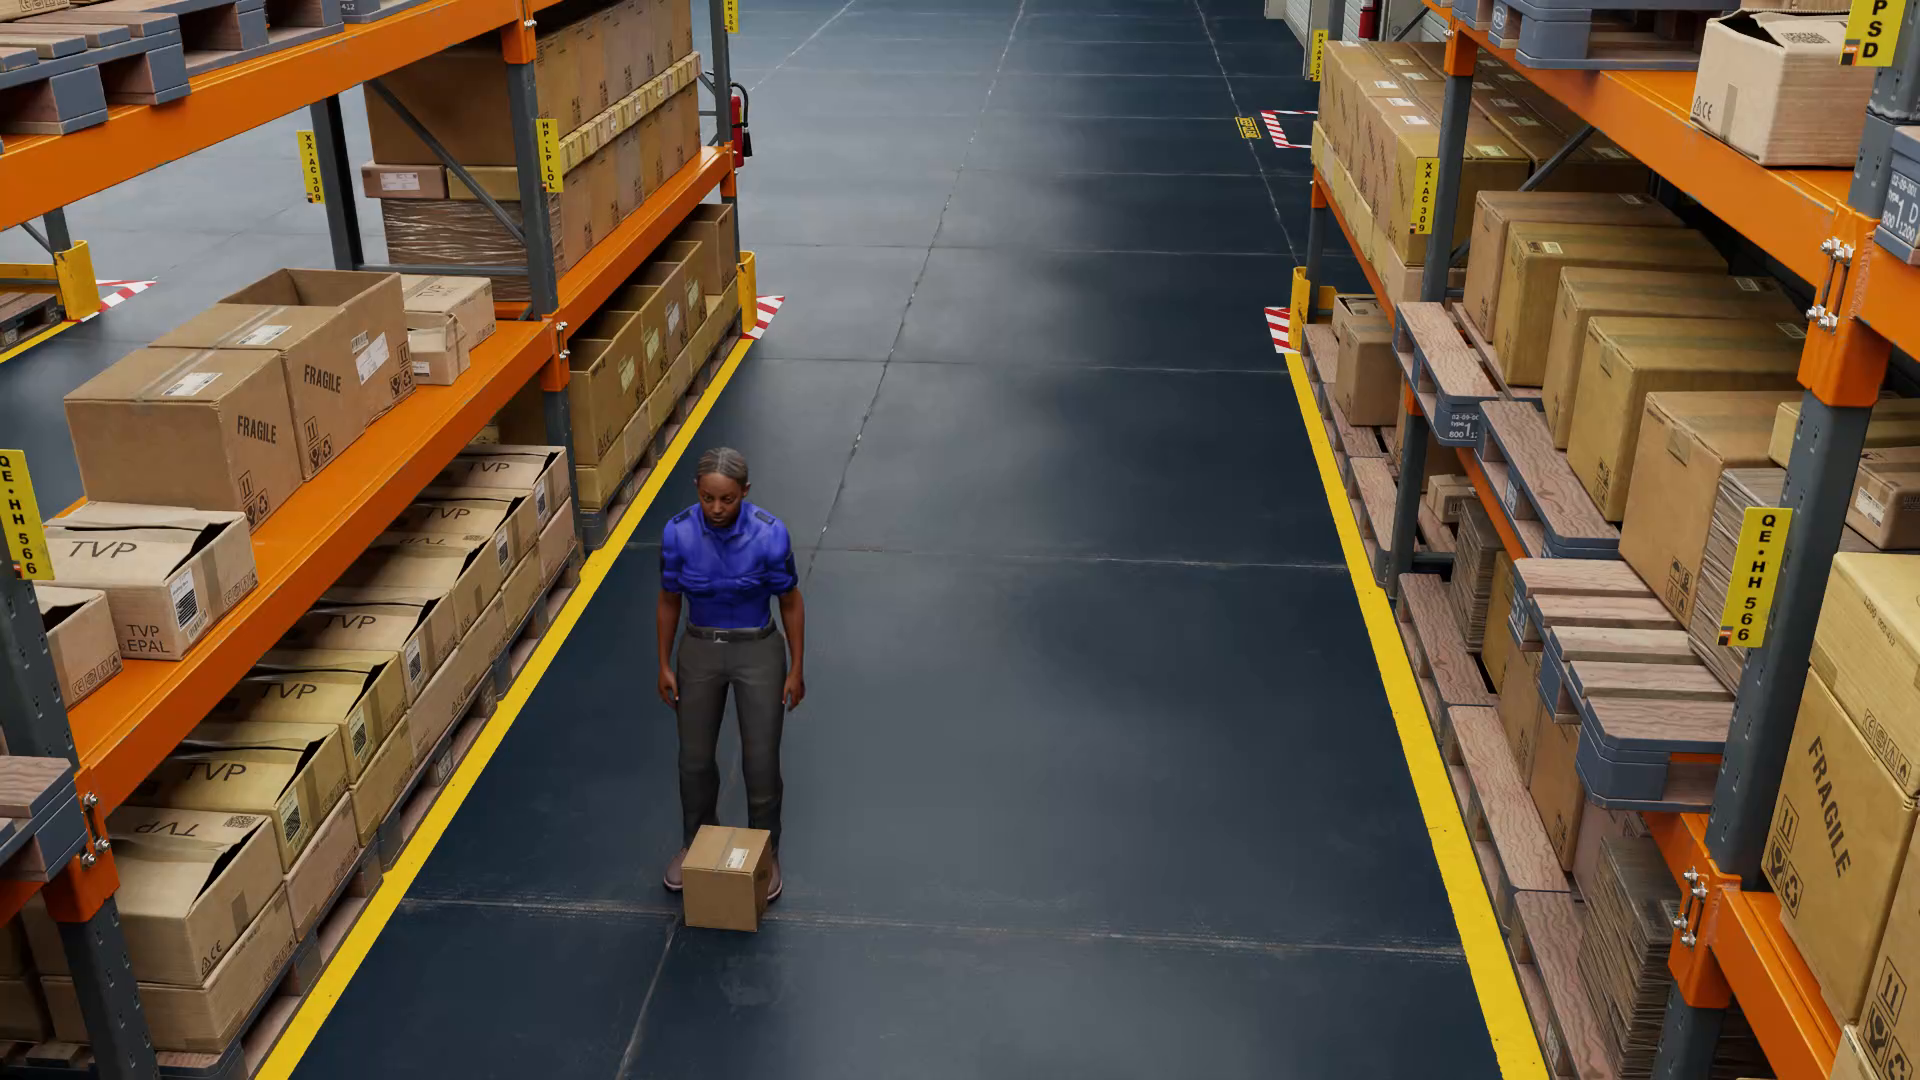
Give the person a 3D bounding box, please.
[{"bbox_3d":[-0.789,0.443,5.646,0.527,1.655,0.394,1,25,2],"label":"person"}]
